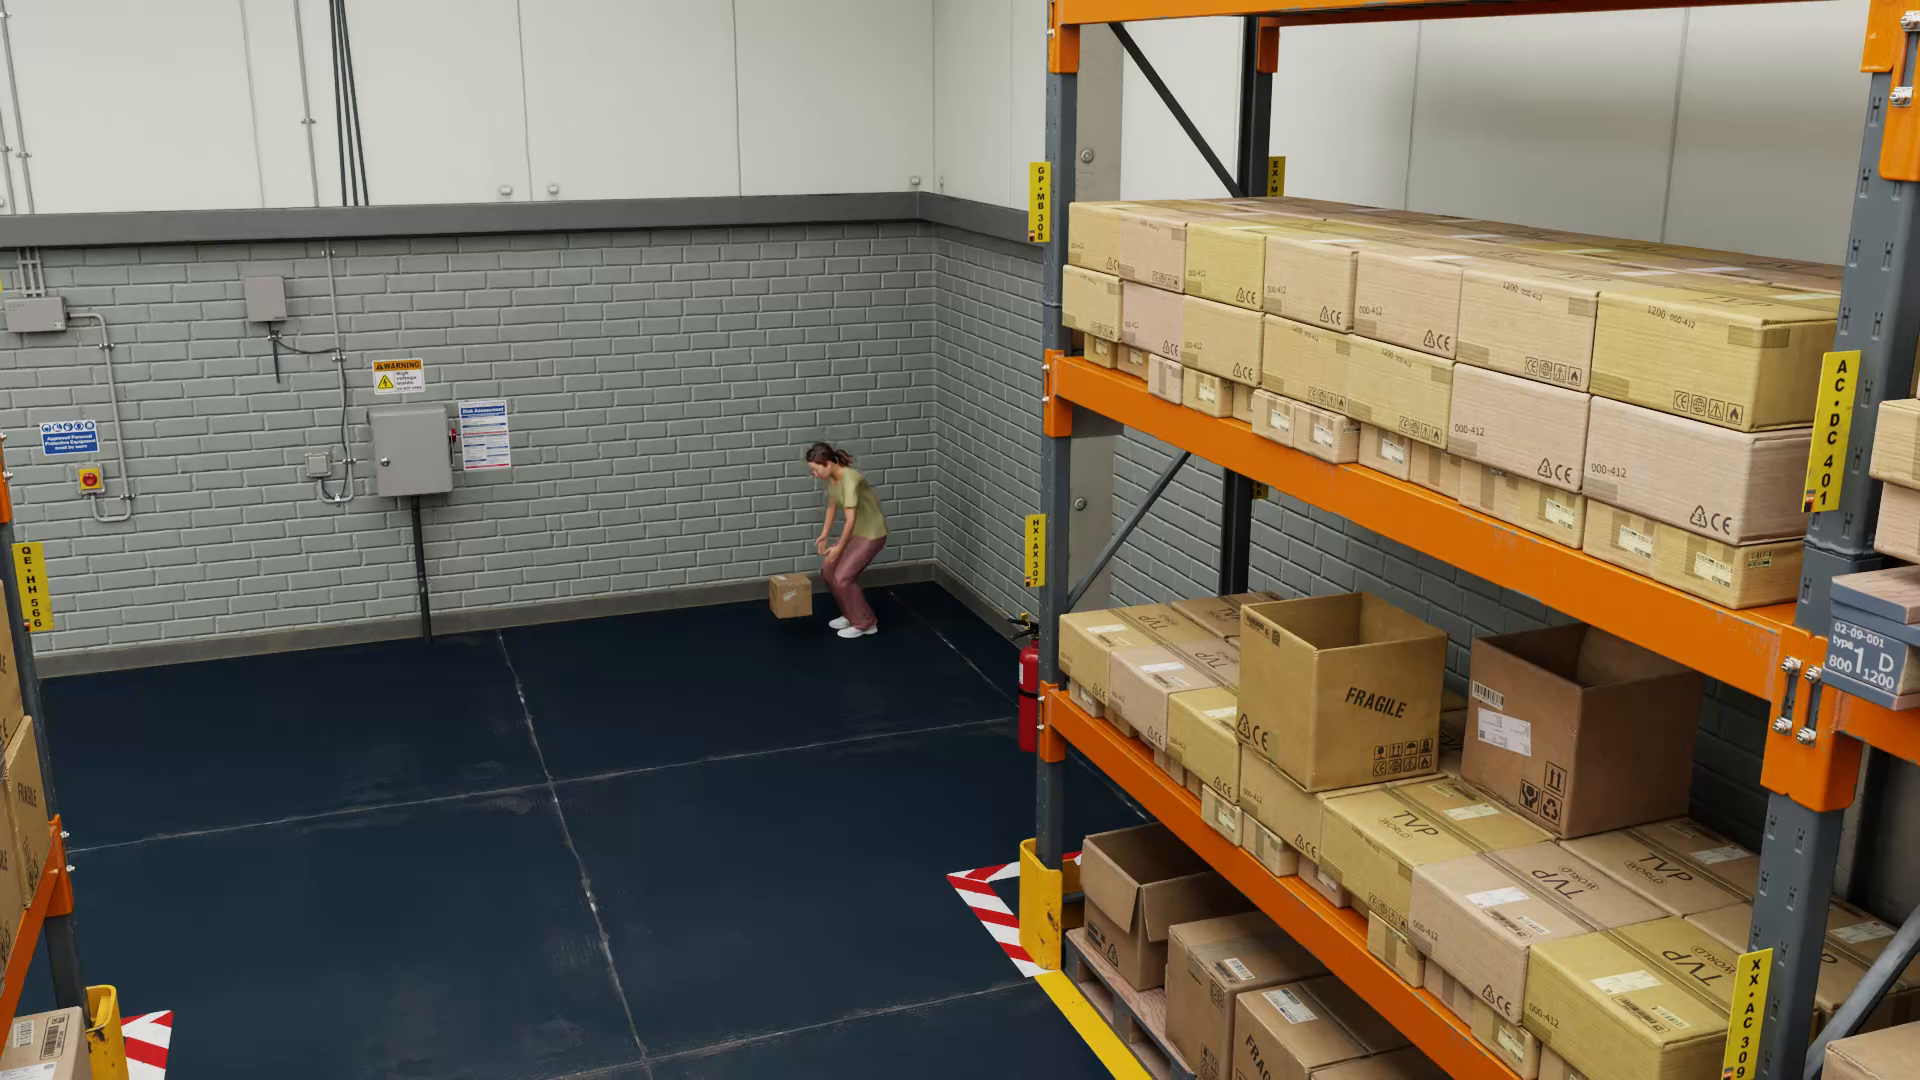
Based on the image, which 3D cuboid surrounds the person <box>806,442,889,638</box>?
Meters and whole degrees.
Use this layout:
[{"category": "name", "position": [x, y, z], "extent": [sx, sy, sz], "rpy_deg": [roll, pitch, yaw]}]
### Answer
[{"category": "person", "position": [-0.809, -0.011, 12.011], "extent": [0.596, 1.444, 0.507], "rpy_deg": [-6, 17, -20]}]
